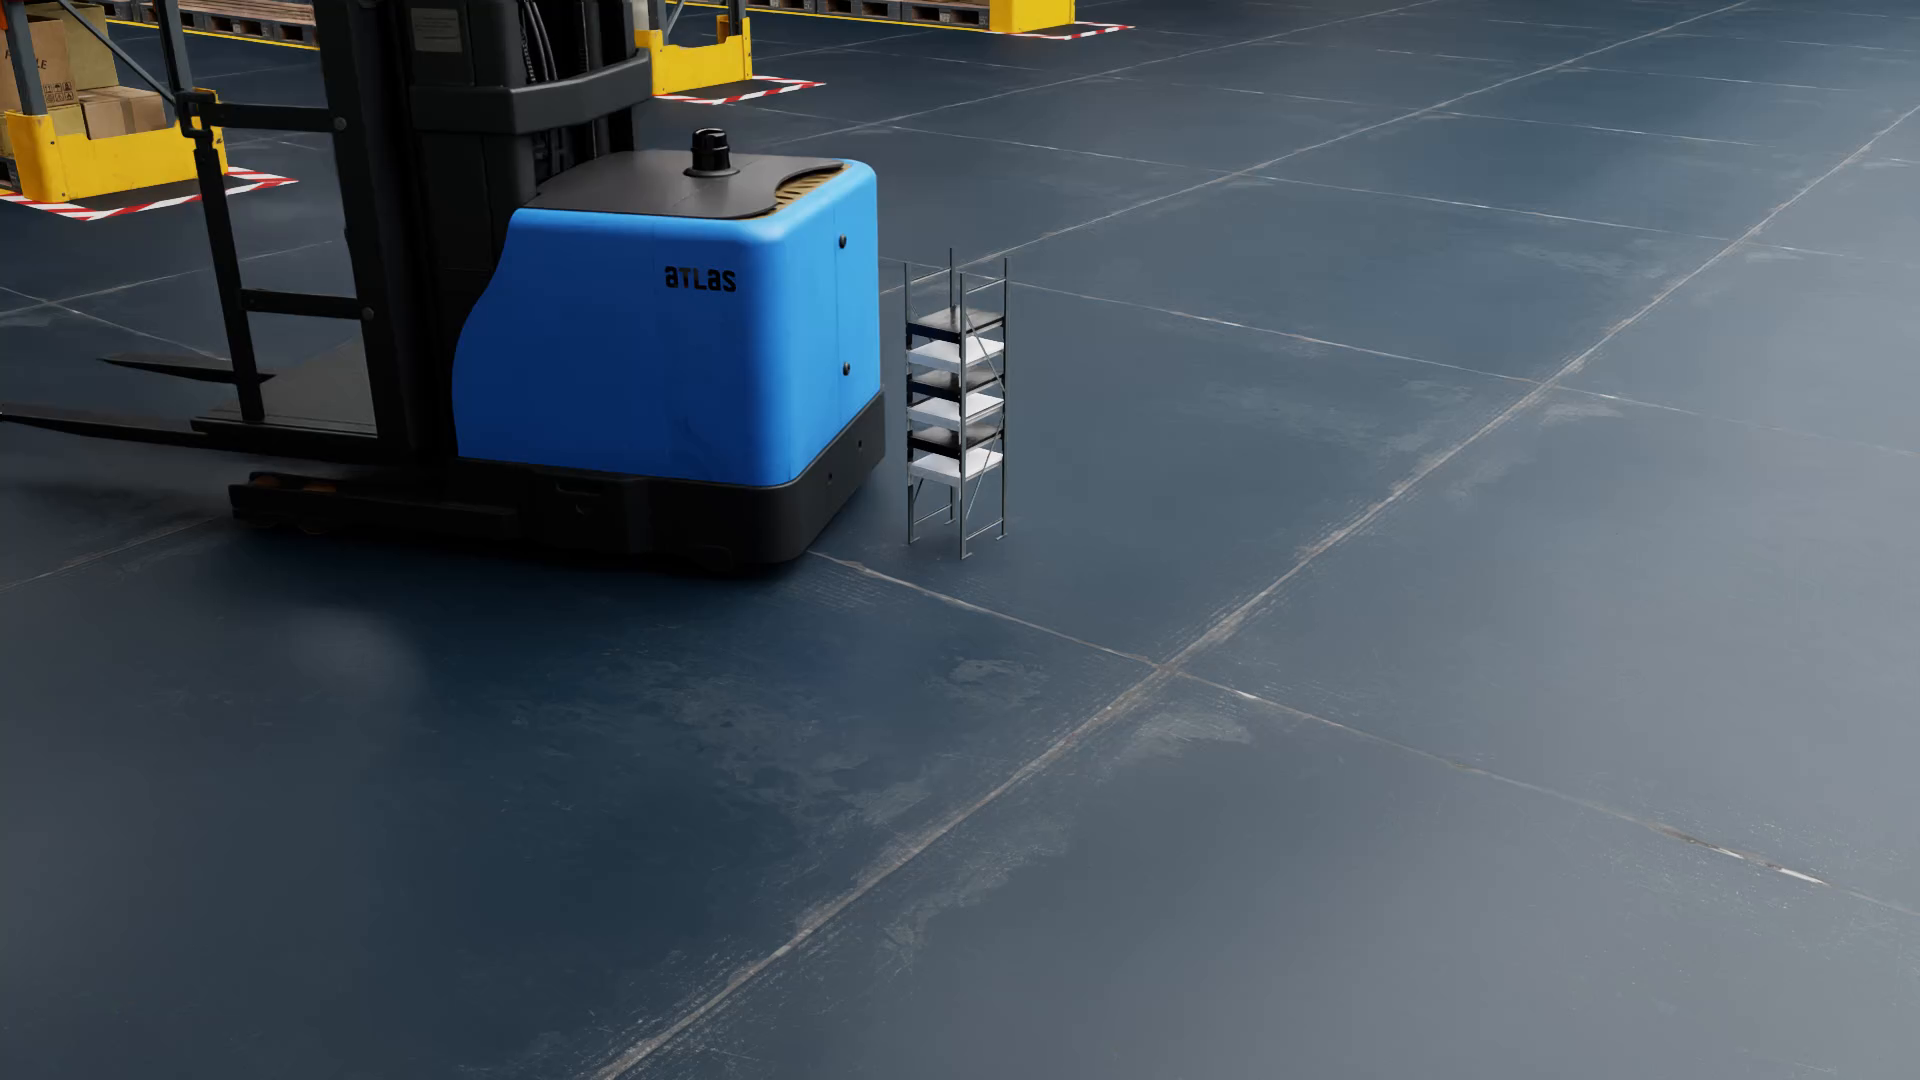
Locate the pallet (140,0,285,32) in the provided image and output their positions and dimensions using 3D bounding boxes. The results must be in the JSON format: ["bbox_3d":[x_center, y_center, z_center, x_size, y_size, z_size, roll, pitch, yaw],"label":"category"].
[{"bbox_3d":[-7.949,-5.620,17.744,1.213,0.211,1.003,17,29,33],"label":"pallet"}]

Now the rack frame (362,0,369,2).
[{"bbox_3d":[-5.345,-6.129,15.440,0.127,3.000,1.000,17,29,33],"label":"rack frame"}]

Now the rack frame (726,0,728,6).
[{"bbox_3d":[-2.374,-7.727,19.067,0.127,3.000,1.000,17,29,33],"label":"rack frame"}]

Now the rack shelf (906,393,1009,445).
[{"bbox_3d":[-0.006,-0.383,5.086,0.200,0.077,0.258,17,29,33],"label":"rack shelf"}]

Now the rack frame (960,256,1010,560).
[{"bbox_3d":[0.075,-0.389,5.017,0.006,0.900,0.240,17,29,33],"label":"rack frame"}]

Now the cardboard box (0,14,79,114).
[{"bbox_3d":[-5.725,-2.875,10.014,0.500,0.500,0.500,17,29,33],"label":"cardboard box"}]

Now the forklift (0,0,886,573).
[{"bbox_3d":[-1.831,-1.555,5.143,3.031,2.935,1.130,6,24,13],"label":"forklift"}]

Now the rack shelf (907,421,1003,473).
[{"bbox_3d":[-0.006,-0.301,5.123,0.200,0.077,0.258,17,29,33],"label":"rack shelf"}]

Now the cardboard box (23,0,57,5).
[{"bbox_3d":[-6.223,-3.280,10.933,0.500,0.500,0.500,17,29,33],"label":"cardboard box"}]

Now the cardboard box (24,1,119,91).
[{"bbox_3d":[-5.815,-3.163,10.668,0.500,0.500,0.500,17,29,33],"label":"cardboard box"}]

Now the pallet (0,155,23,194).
[{"bbox_3d":[-5.755,-2.460,10.571,1.213,0.211,1.003,17,29,33],"label":"pallet"}]

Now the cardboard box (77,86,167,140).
[{"bbox_3d":[-5.414,-2.700,10.546,0.500,0.250,0.500,17,29,33],"label":"cardboard box"}]

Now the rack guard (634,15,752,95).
[{"bbox_3d":[-2.233,-4.021,13.756,0.348,0.500,1.175,17,29,33],"label":"rack guard"}]

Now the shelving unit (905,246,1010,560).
[{"bbox_3d":[-0.006,-0.414,5.073,0.210,0.900,0.258,17,29,33],"label":"shelving unit"}]

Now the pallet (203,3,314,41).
[{"bbox_3d":[-6.977,-5.325,17.074,1.213,0.211,1.003,17,29,33],"label":"pallet"}]

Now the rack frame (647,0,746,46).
[{"bbox_3d":[-2.144,-5.162,13.245,0.127,3.000,1.000,17,29,33],"label":"rack frame"}]

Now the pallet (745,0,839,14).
[{"bbox_3d":[-1.816,-6.300,19.286,1.213,0.211,1.003,17,29,33],"label":"pallet"}]

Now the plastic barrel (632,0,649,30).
[{"bbox_3d":[-2.717,-4.350,13.967,0.421,0.512,0.421,0,24,0],"label":"plastic barrel"}]

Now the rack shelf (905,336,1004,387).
[{"bbox_3d":[-0.006,-0.548,5.014,0.200,0.077,0.258,17,29,33],"label":"rack shelf"}]

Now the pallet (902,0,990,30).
[{"bbox_3d":[0.137,-5.710,17.947,1.213,0.211,1.003,17,29,33],"label":"pallet"}]

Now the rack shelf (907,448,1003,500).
[{"bbox_3d":[-0.006,-0.219,5.159,0.200,0.077,0.258,17,29,33],"label":"rack shelf"}]

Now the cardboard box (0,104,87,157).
[{"bbox_3d":[-5.724,-2.533,10.167,0.500,0.250,0.500,17,29,33],"label":"cardboard box"}]

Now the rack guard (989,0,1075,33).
[{"bbox_3d":[0.766,-5.634,17.417,0.348,0.500,1.175,17,29,33],"label":"rack guard"}]

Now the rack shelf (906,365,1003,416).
[{"bbox_3d":[-0.006,-0.466,5.050,0.200,0.077,0.258,17,29,33],"label":"rack shelf"}]

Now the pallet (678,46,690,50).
[{"bbox_3d":[-2.880,-4.087,14.264,1.213,0.211,1.003,17,29,33],"label":"pallet"}]

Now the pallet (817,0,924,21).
[{"bbox_3d":[-0.835,-6.005,18.617,1.213,0.211,1.003,17,29,33],"label":"pallet"}]

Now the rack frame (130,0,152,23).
[{"bbox_3d":[-8.546,-7.096,17.635,0.127,3.000,1.000,17,29,33],"label":"rack frame"}]

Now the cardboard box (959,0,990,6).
[{"bbox_3d":[0.337,-5.964,17.646,0.500,0.500,0.500,-20,31,-38],"label":"cardboard box"}]

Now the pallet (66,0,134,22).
[{"bbox_3d":[-9.202,-5.997,18.600,1.213,0.211,1.003,17,29,33],"label":"pallet"}]

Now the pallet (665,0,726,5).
[{"bbox_3d":[-2.998,-6.639,20.055,1.213,0.211,1.003,17,29,33],"label":"pallet"}]

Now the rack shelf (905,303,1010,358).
[{"bbox_3d":[-0.006,-0.630,4.978,0.200,0.077,0.258,17,29,33],"label":"rack shelf"}]

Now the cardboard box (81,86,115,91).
[{"bbox_3d":[-5.816,-2.819,10.818,0.500,0.250,0.500,17,29,33],"label":"cardboard box"}]

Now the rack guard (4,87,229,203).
[{"bbox_3d":[-5.099,-2.415,10.110,0.348,0.500,1.175,17,29,33],"label":"rack guard"}]

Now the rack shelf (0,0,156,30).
[{"bbox_3d":[-6.718,-3.719,10.862,4.000,0.370,1.077,17,29,33],"label":"rack shelf"}]

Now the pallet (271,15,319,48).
[{"bbox_3d":[-5.997,-5.030,16.405,1.213,0.211,1.003,17,29,33],"label":"pallet"}]

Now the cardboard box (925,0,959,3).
[{"bbox_3d":[-0.162,-6.098,17.949,0.500,0.500,0.500,-17,29,-34],"label":"cardboard box"}]

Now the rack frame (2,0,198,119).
[{"bbox_3d":[-5.118,-3.564,9.620,0.127,3.000,1.000,17,29,33],"label":"rack frame"}]

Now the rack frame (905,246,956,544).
[{"bbox_3d":[-0.088,-0.438,5.129,0.006,0.900,0.240,17,29,33],"label":"rack frame"}]
